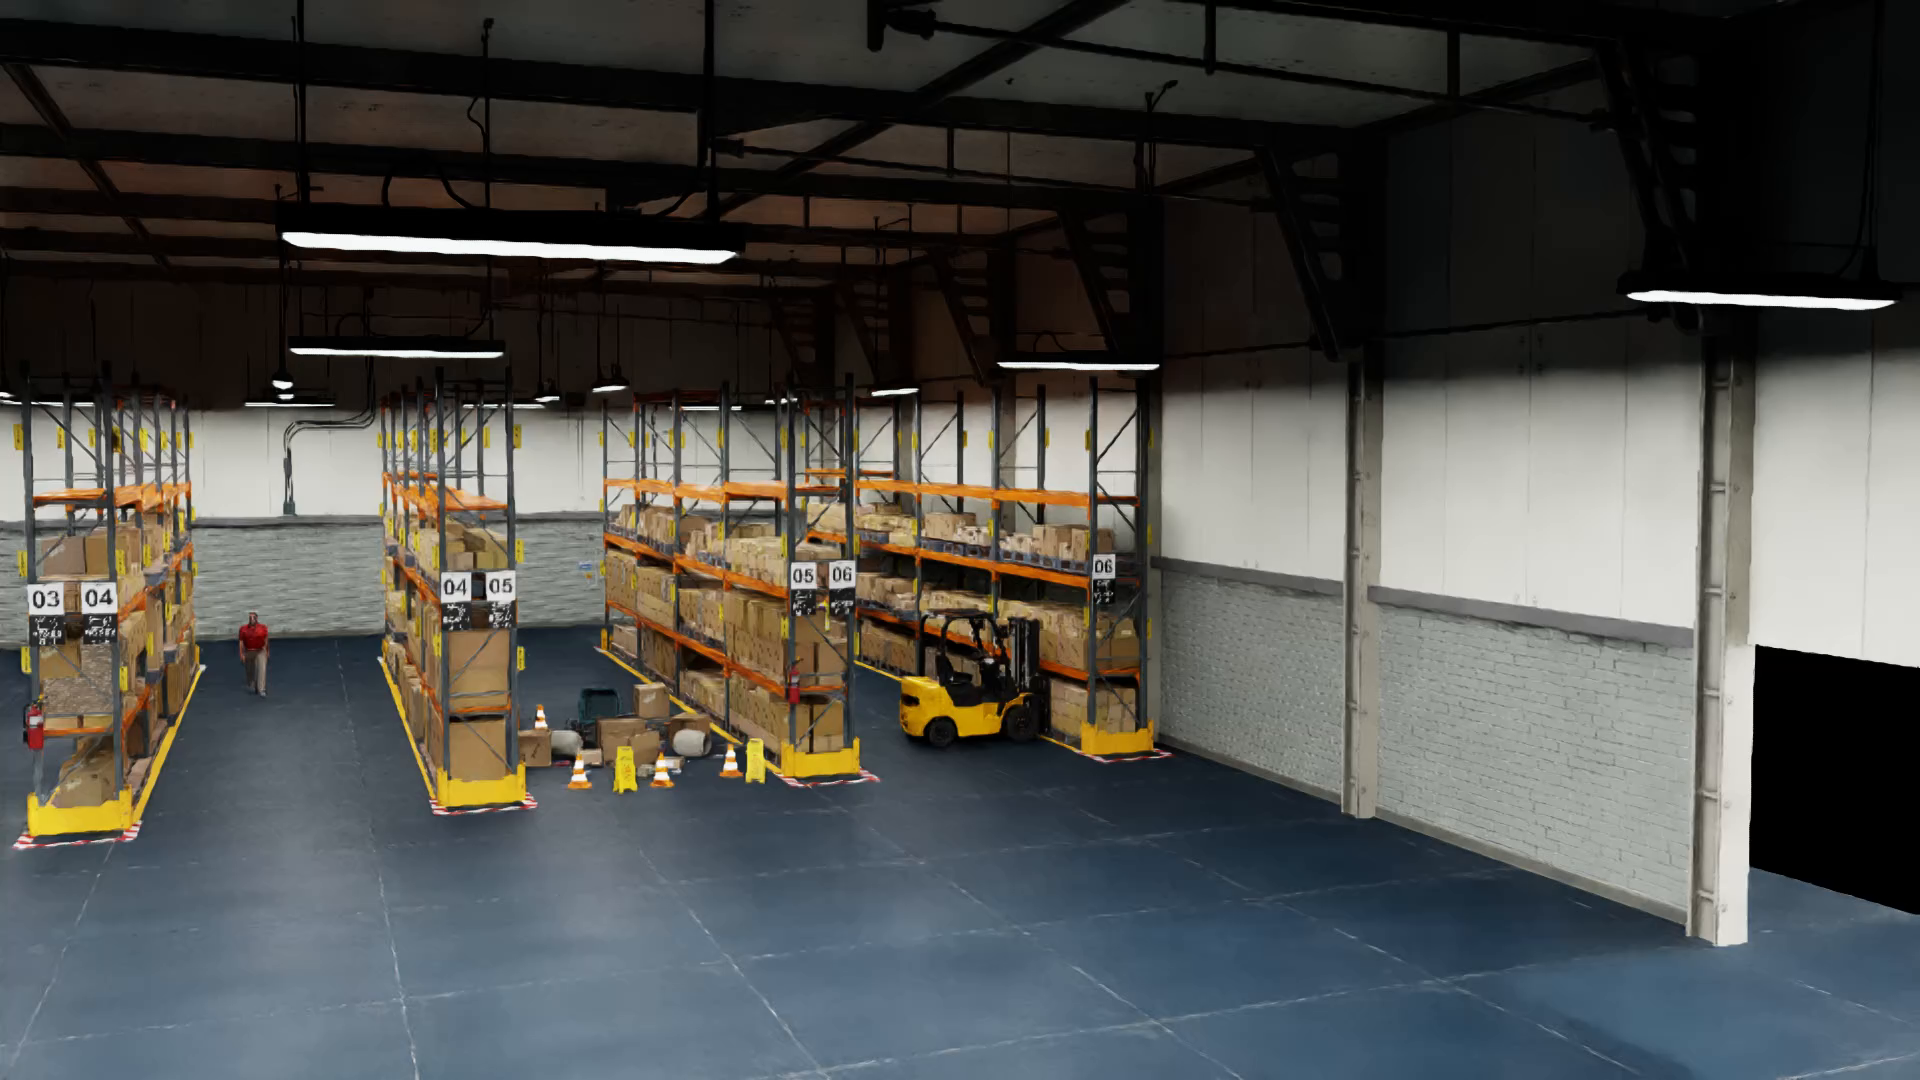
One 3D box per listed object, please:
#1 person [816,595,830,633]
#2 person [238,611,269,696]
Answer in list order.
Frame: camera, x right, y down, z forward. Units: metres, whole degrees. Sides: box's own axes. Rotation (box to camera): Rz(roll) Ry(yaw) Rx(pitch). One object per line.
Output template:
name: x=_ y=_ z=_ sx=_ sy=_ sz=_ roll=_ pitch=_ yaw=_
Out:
person: x=-3.034 y=1.940 z=35.968 sx=0.587 sy=1.755 sz=0.677 roll=0 pitch=3 yaw=-1
person: x=-13.809 y=2.208 z=32.503 sx=0.542 sy=1.645 sz=1.126 roll=-1 pitch=4 yaw=-19
